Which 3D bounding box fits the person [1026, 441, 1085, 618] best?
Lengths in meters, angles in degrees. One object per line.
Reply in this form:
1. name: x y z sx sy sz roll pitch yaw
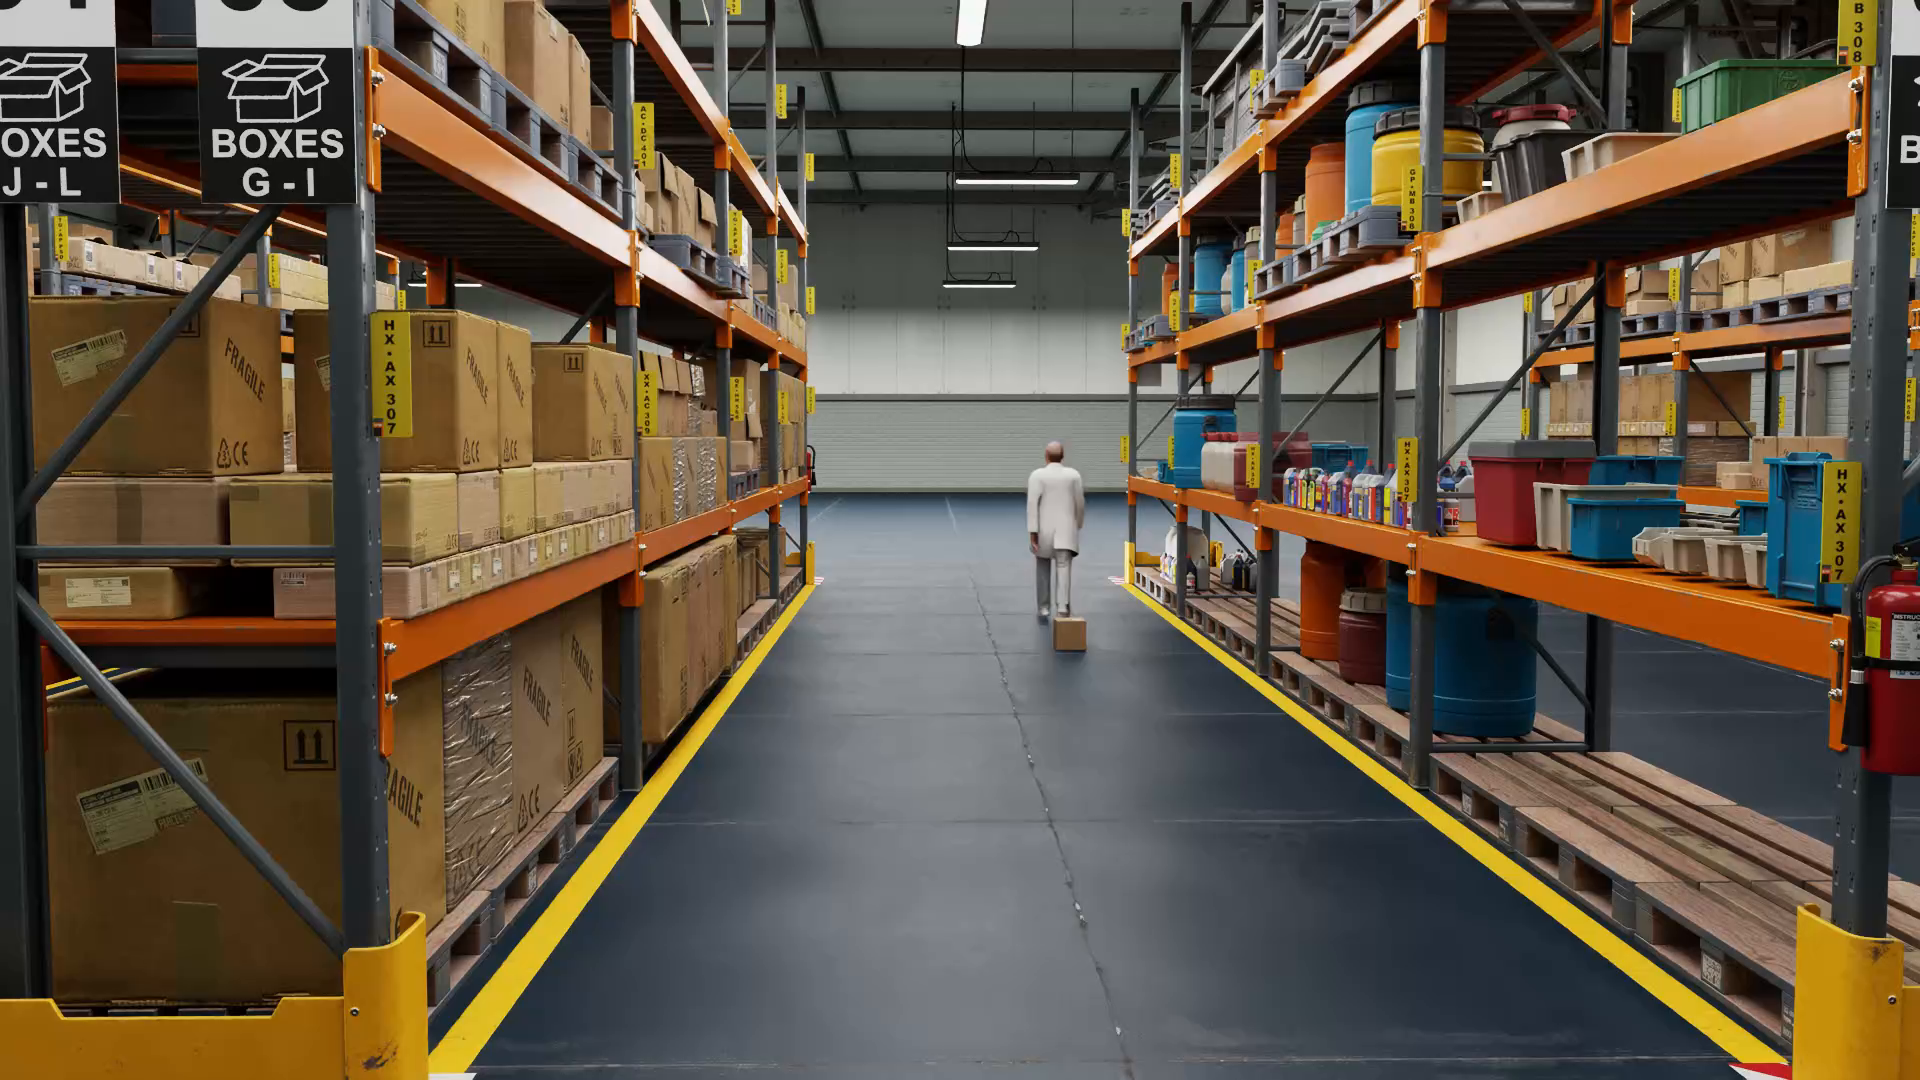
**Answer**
1. person: 0.936 -0.101 16.251 0.576 1.726 1.151 0 4 2
